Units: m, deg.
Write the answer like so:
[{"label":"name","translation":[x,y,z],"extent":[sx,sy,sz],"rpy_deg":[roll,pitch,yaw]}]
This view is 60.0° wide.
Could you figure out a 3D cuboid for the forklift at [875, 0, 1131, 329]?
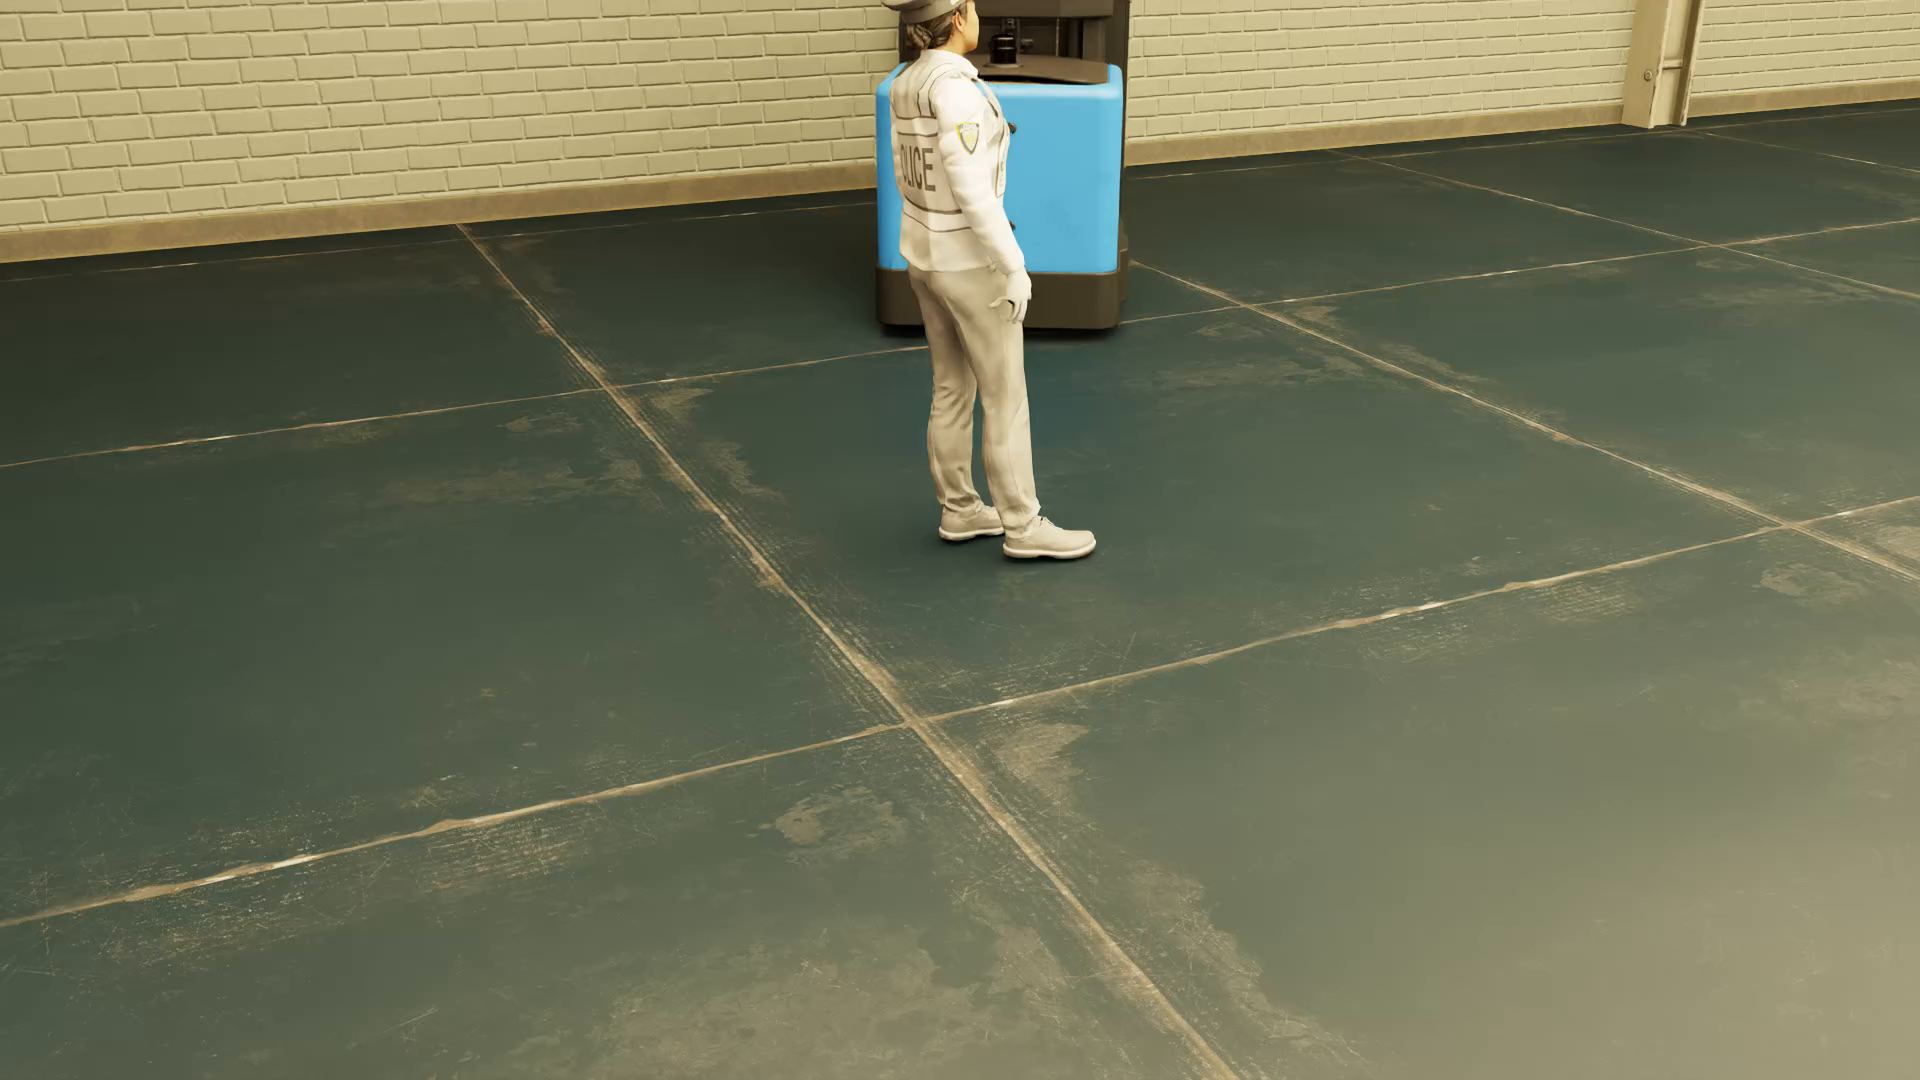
[{"label":"forklift","translation":[0.276,-2.776,7.968],"extent":[1.130,2.935,3.031],"rpy_deg":[2,23,4]}]

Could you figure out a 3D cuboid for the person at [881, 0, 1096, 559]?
[{"label":"person","translation":[0.065,-0.798,4.800],"extent":[0.531,1.695,0.588],"rpy_deg":[-10,25,-23]}]
